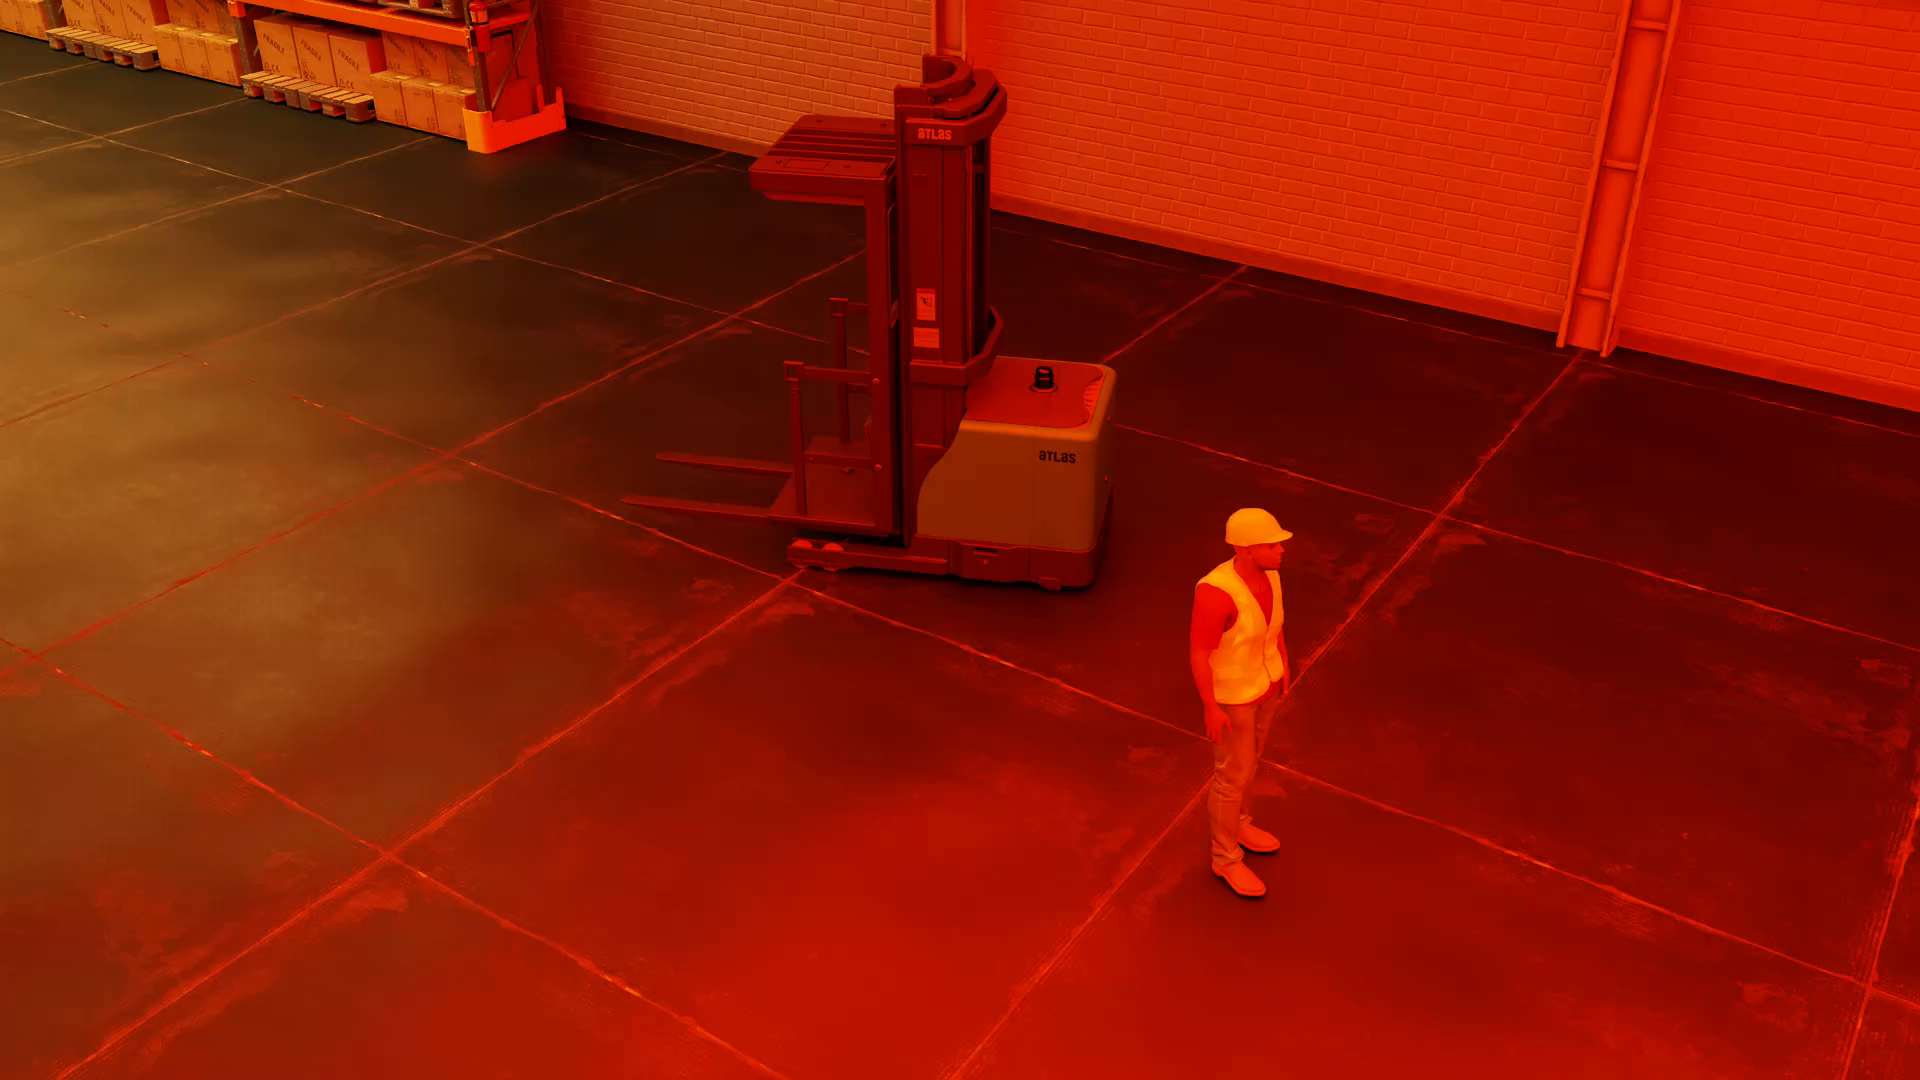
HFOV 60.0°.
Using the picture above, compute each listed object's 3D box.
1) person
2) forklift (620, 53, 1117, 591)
[{"bbox_3d":[1.343,0.691,7.536,0.577,1.765,0.665,23,37,34],"label":"person"},{"bbox_3d":[-0.596,-1.330,9.871,3.031,2.935,1.130,6,31,10],"label":"forklift"}]
